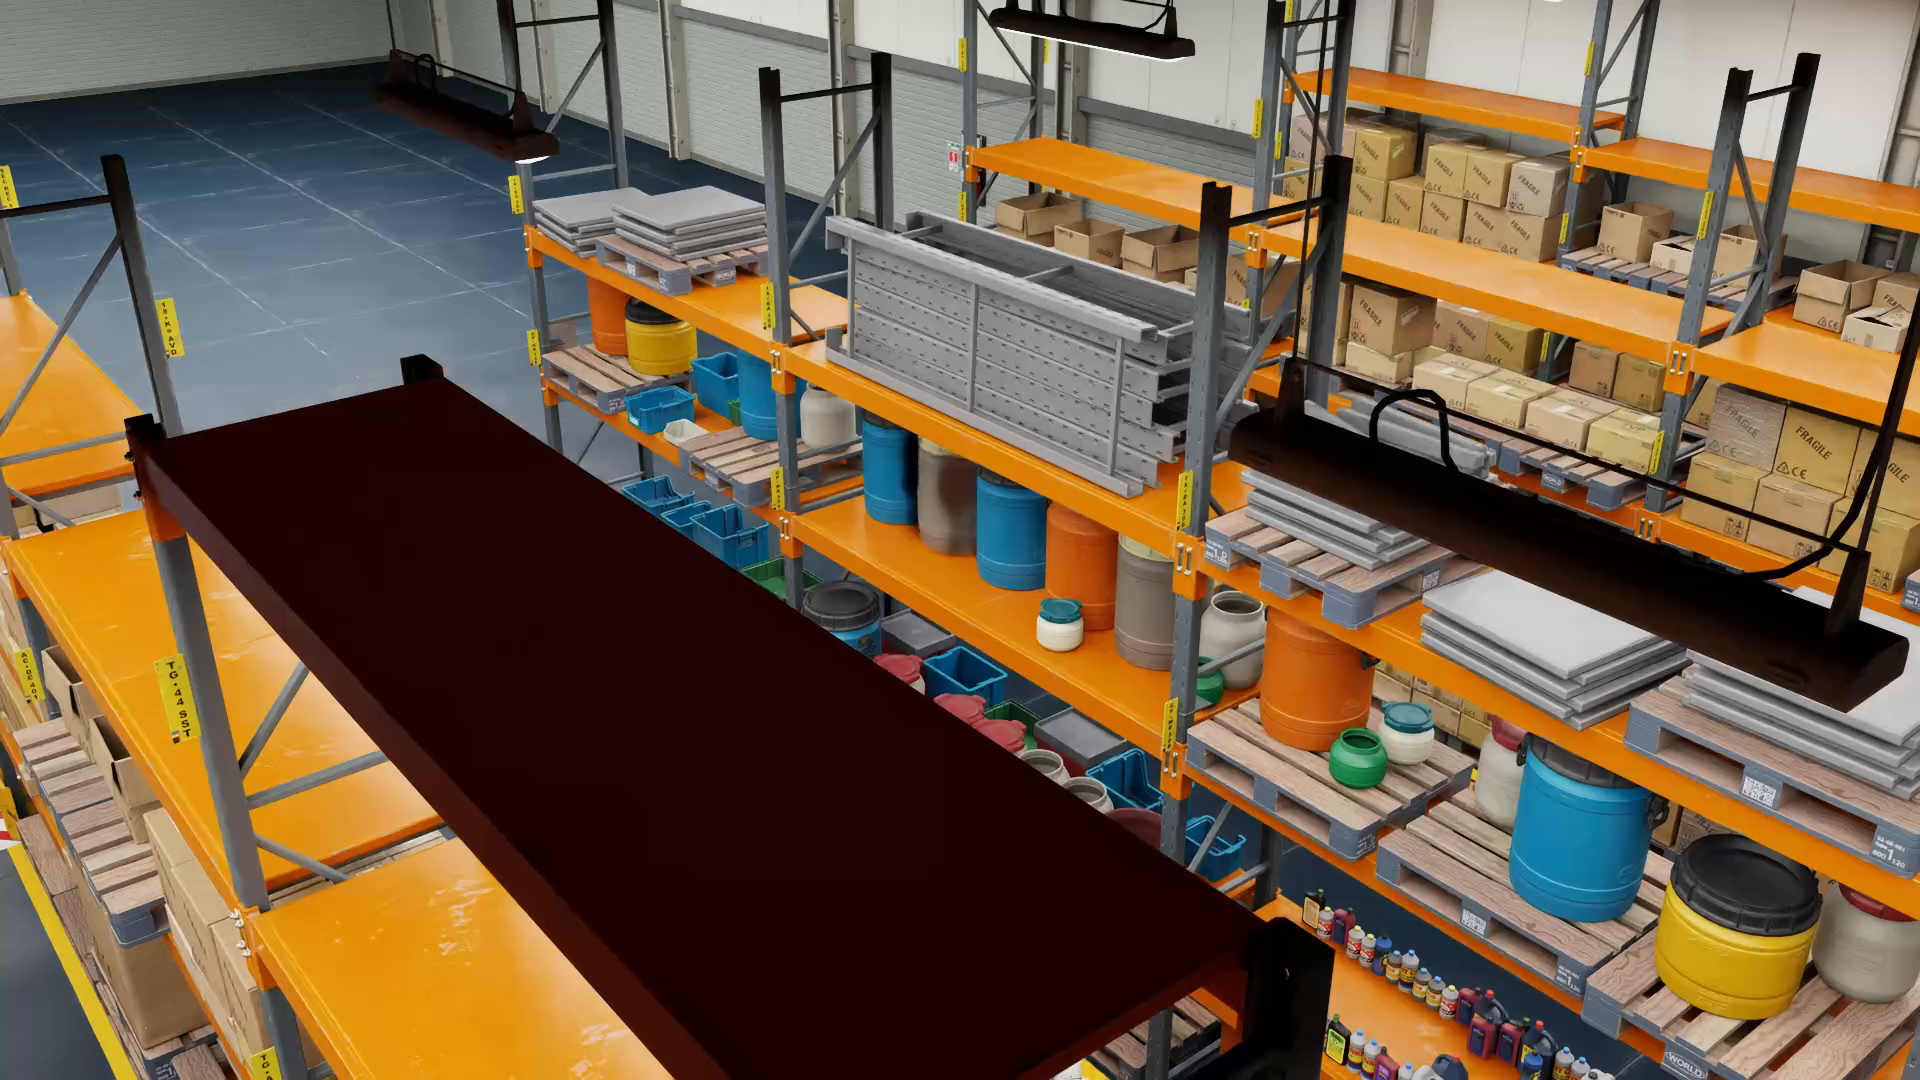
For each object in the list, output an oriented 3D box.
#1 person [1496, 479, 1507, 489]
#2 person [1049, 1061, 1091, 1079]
[{"bbox_3d":[5.495,-0.502,17.536,0.979,1.562,0.475,22,34,38],"label":"person"},{"bbox_3d":[0.510,3.424,9.141,1.027,1.724,0.702,22,34,38],"label":"person"}]
